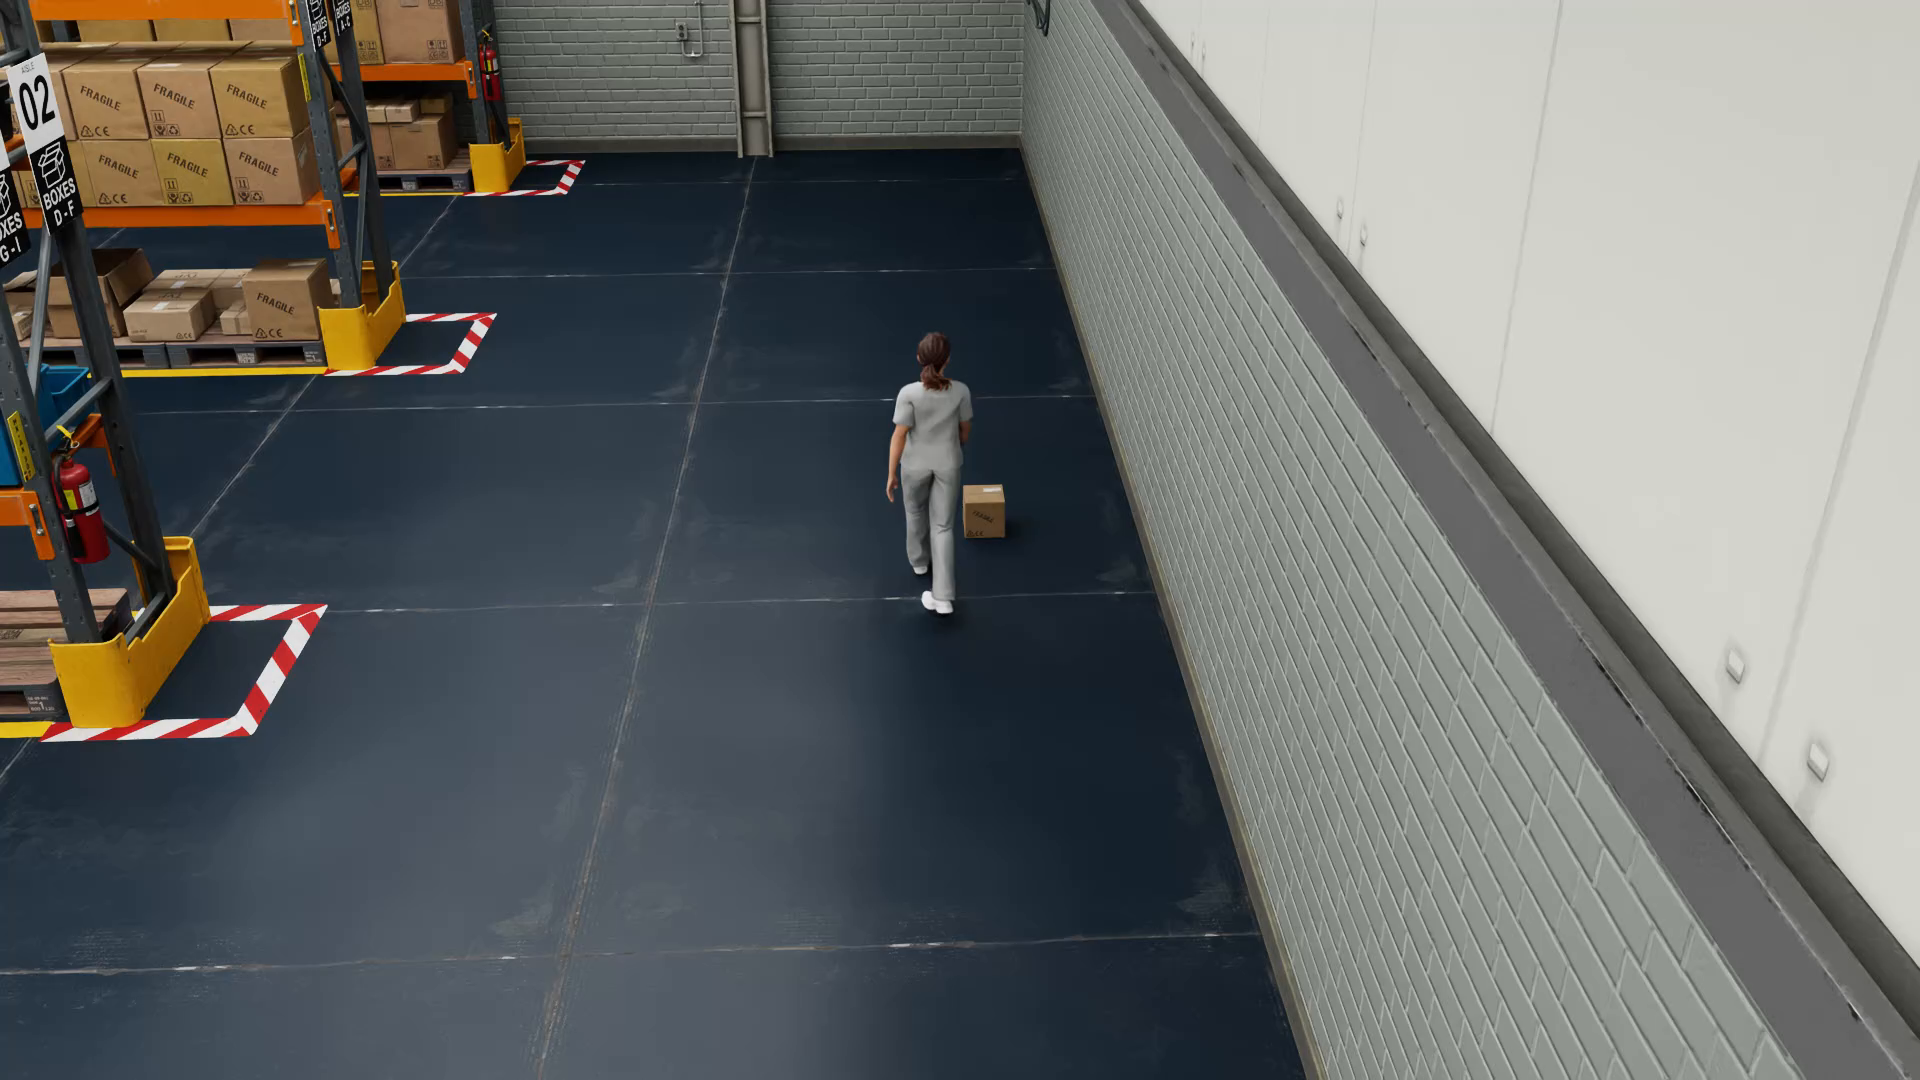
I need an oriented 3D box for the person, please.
[{"bbox_3d":[-0.176,-0.437,9.477,0.502,1.631,0.933,-2,28,-5],"label":"person"}]
